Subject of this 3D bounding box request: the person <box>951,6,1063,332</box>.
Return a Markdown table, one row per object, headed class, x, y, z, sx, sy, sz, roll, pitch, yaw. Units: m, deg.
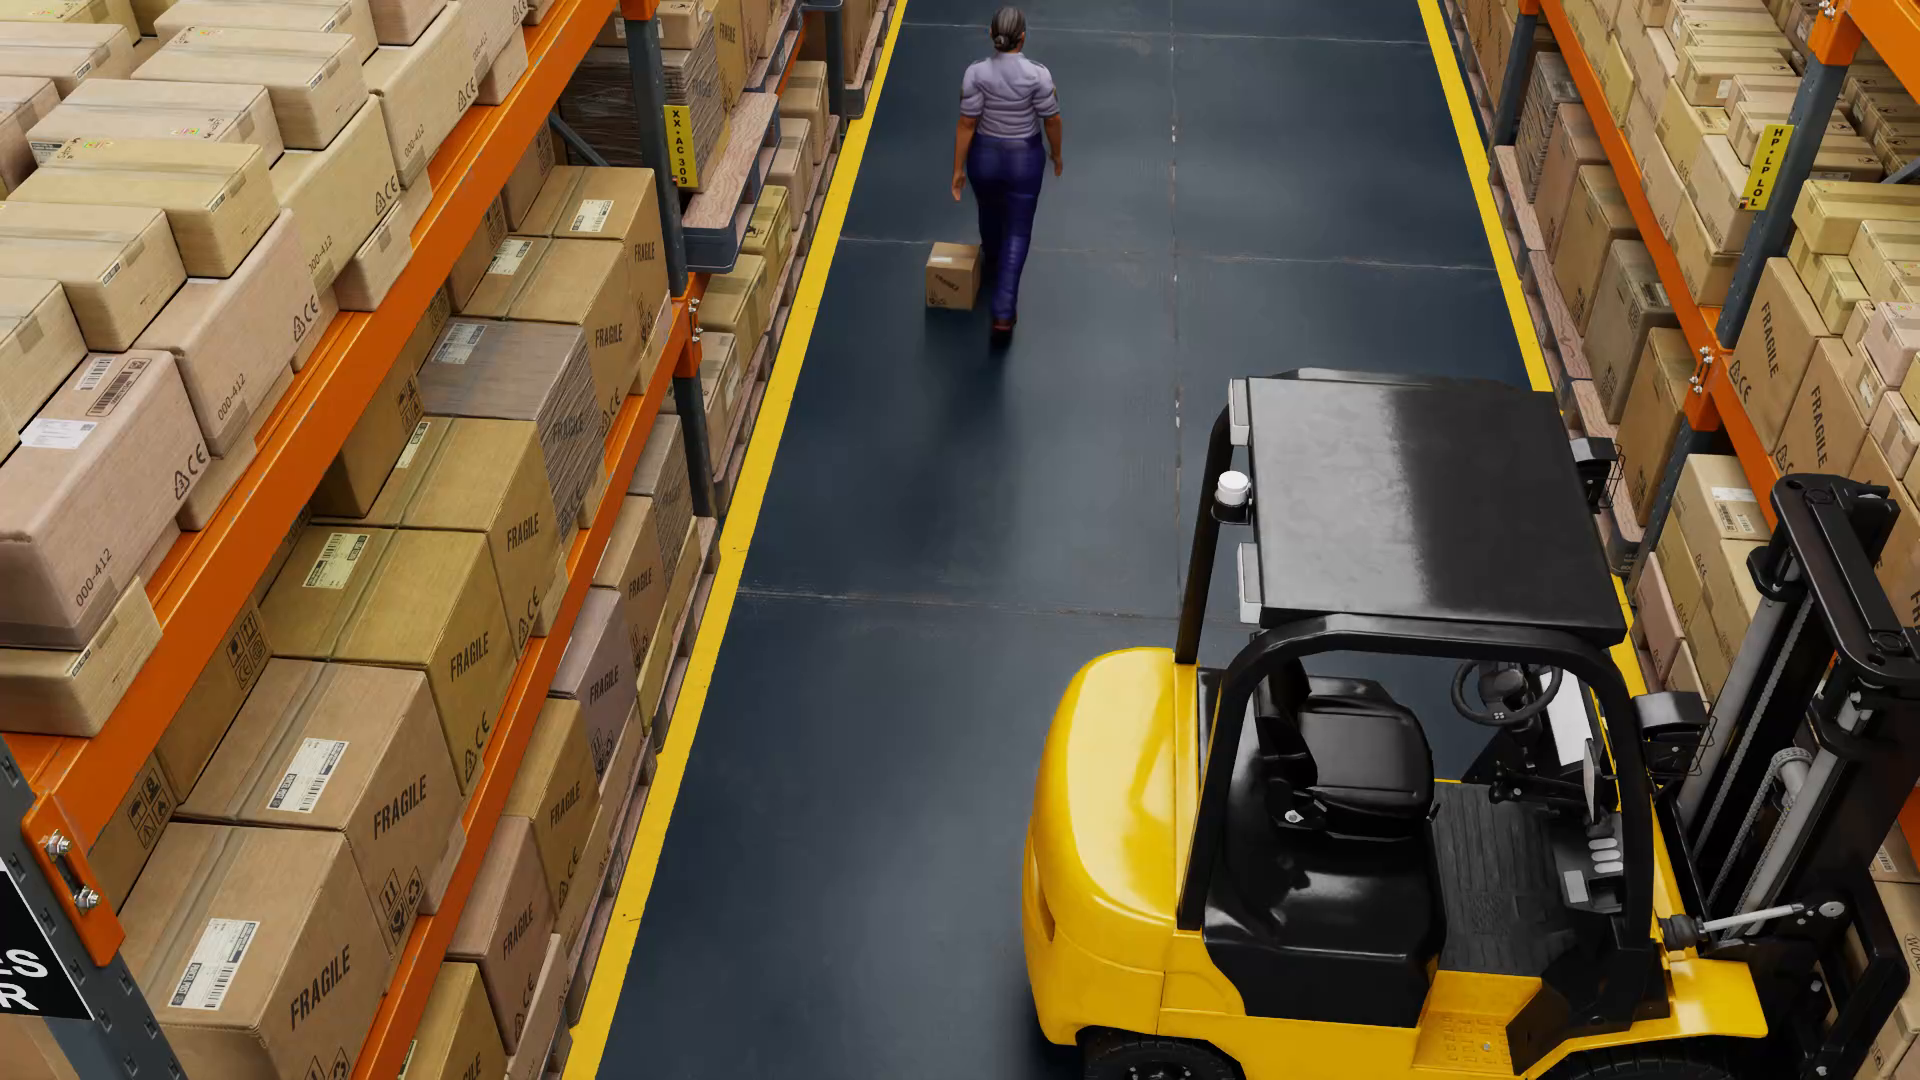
| class | x | y | z | sx | sy | sz | roll | pitch | yaw |
| --- | --- | --- | --- | --- | --- | --- | --- | --- | --- |
| person | 0.249 | -1.933 | 8.456 | 0.520 | 1.595 | 1.036 | 8 | 41 | 9 |
